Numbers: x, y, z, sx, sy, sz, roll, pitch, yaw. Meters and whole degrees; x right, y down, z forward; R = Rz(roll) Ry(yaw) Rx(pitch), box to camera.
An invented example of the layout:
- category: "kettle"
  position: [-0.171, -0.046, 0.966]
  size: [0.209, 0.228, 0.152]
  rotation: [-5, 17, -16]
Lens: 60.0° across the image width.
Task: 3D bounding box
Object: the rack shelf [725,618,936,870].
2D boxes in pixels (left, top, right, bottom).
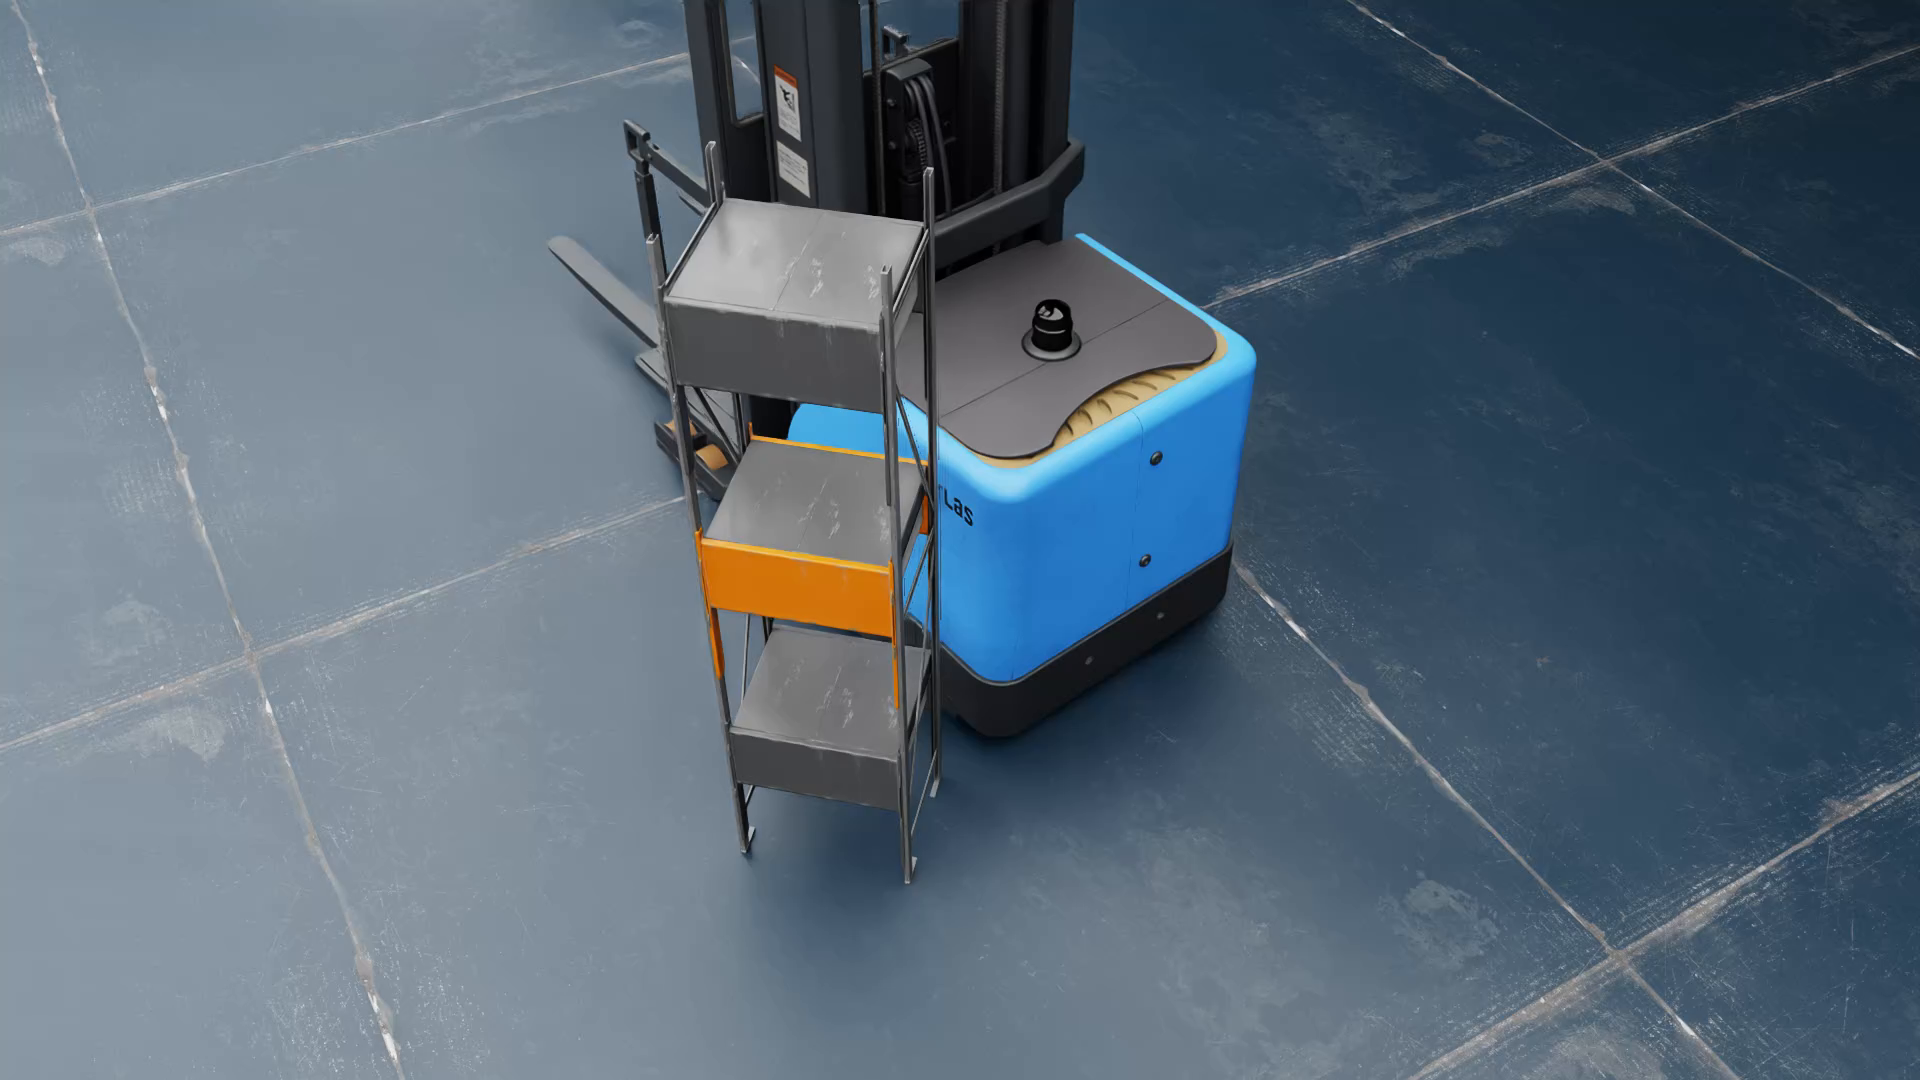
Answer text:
- category: "rack shelf"
  position: [-0.345, 0.568, 4.682]
  size: [0.480, 0.518, 0.431]
  rotation: [9, 45, 9]

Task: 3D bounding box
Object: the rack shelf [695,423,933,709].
- category: "rack shelf"
  position: [-0.345, 0.065, 4.195]
  size: [0.480, 0.518, 0.431]
  rotation: [9, 45, 9]

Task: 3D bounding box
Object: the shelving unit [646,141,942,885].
- category: "shelving unit"
  position: [-0.345, 0.055, 4.185]
  size: [0.503, 2.100, 0.431]
  rotation: [9, 45, 9]

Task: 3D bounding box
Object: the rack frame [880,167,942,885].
- category: "rack frame"
  position: [-0.107, 0.093, 4.147]
  size: [0.015, 2.100, 0.400]
  rotation: [9, 45, 9]

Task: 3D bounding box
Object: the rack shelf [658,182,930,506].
- category: "rack shelf"
  position: [-0.345, -0.437, 3.707]
  size: [0.480, 0.518, 0.431]
  rotation: [9, 45, 9]

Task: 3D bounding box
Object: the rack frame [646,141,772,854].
- category: "rack frame"
  position: [-0.583, 0.018, 4.223]
  size: [0.015, 2.100, 0.400]
  rotation: [9, 45, 9]

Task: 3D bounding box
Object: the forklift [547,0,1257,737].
- category: "forklift"
  position: [-0.443, -1.421, 5.110]
  size: [1.130, 2.935, 3.031]
  rotation: [-30, 51, -27]
